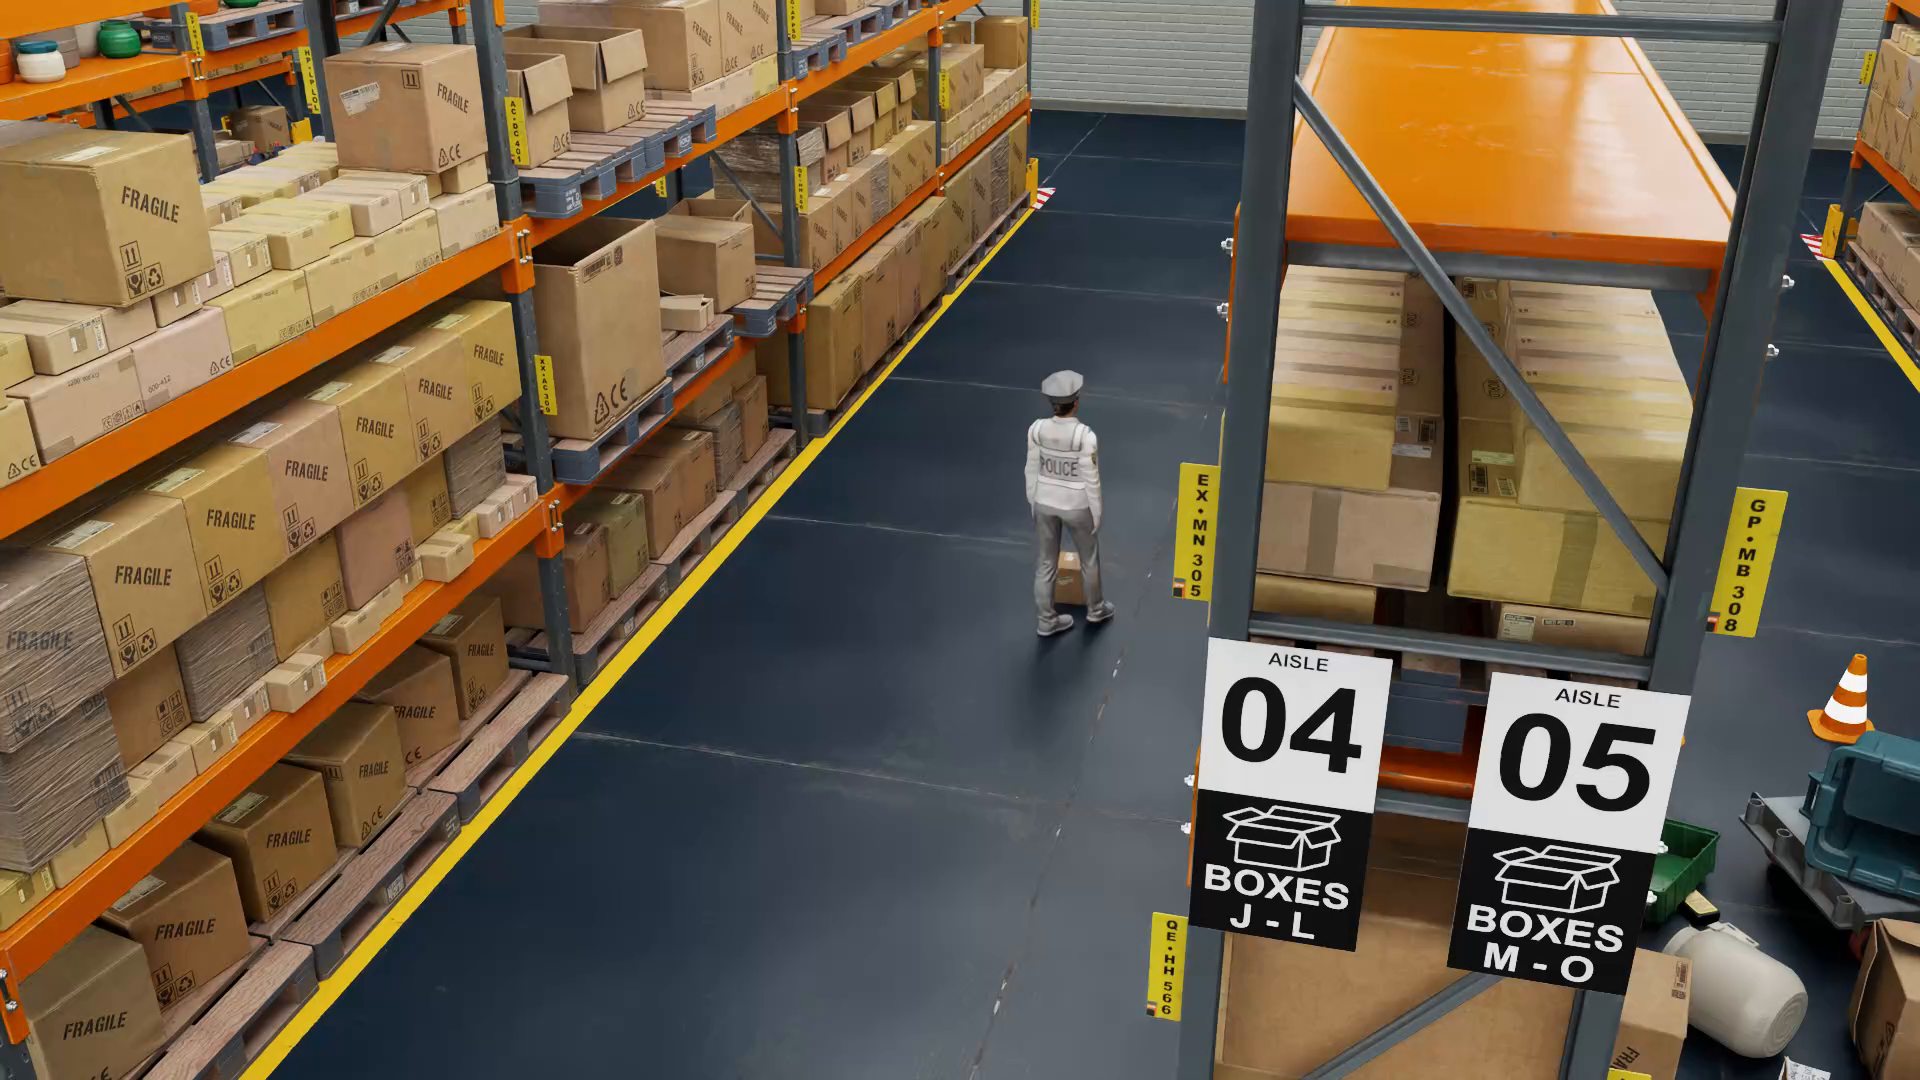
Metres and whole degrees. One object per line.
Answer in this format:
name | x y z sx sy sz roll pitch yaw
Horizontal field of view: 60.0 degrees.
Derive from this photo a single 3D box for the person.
person | 0.676 -0.248 10.094 0.485 1.678 0.560 11 27 21
